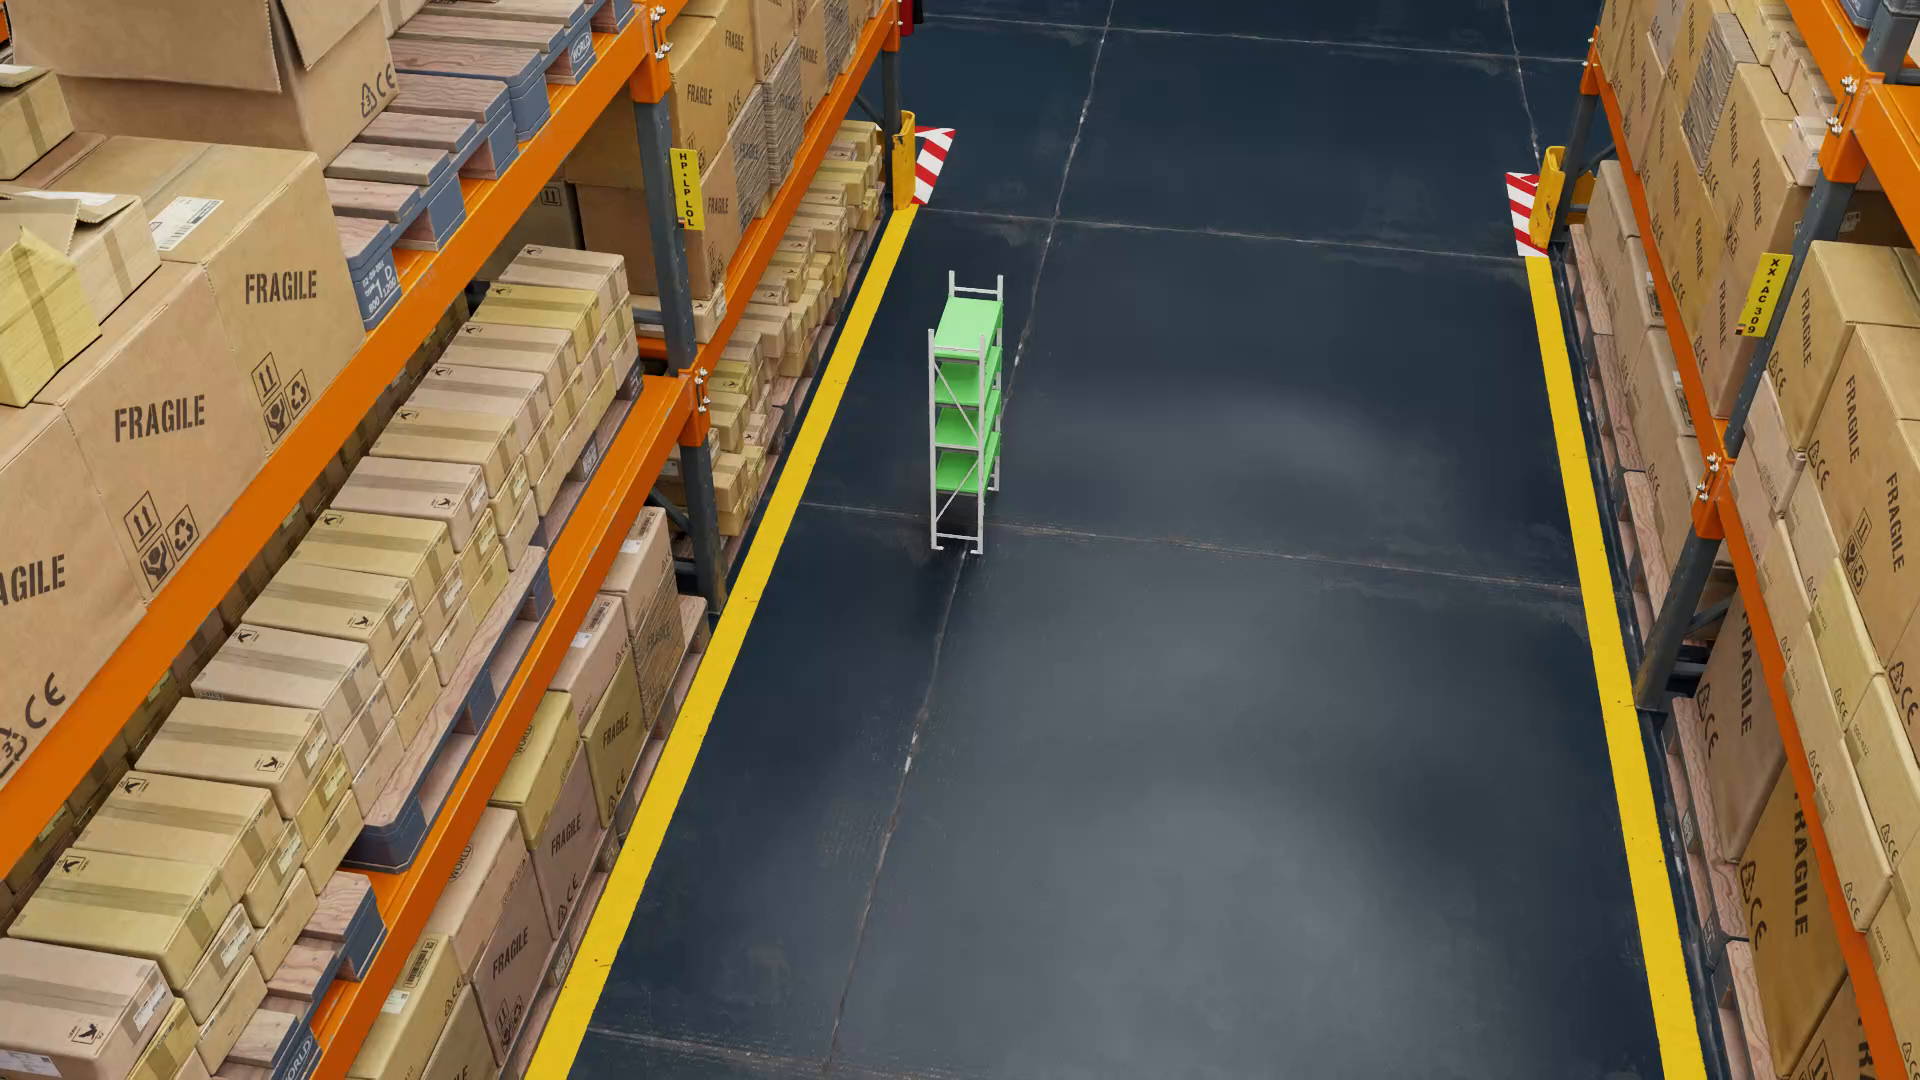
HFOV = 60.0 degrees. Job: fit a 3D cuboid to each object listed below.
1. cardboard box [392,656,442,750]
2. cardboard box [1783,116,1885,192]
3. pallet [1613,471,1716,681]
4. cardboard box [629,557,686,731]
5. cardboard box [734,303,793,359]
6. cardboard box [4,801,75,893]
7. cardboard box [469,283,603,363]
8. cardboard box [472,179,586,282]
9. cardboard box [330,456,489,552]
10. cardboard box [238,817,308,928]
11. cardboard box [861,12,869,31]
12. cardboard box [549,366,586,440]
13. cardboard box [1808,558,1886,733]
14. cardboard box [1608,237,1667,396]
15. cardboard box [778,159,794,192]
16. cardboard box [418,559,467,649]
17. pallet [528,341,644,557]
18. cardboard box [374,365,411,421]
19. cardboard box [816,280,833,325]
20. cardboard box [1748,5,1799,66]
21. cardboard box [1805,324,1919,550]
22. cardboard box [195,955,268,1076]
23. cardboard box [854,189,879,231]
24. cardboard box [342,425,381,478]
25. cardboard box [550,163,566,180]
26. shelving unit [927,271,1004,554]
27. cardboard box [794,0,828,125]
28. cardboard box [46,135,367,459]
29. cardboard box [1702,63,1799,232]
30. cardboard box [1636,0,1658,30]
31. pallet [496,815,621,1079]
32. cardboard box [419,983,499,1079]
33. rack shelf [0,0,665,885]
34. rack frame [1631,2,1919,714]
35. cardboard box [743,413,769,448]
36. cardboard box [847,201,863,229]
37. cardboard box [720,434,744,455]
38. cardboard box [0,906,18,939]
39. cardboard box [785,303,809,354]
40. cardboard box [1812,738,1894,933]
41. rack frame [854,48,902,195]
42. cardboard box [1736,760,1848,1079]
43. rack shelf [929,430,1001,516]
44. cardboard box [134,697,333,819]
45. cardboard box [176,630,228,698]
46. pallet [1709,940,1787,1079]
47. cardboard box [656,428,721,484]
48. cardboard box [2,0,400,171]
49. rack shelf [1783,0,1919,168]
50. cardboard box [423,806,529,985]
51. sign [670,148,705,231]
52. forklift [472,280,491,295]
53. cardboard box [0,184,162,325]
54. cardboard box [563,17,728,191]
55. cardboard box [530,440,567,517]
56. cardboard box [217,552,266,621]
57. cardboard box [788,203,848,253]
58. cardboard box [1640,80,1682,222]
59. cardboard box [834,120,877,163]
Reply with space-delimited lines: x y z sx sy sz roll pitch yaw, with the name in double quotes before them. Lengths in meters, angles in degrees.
"cardboard box" -1.743 0.448 4.819 0.380 0.149 0.250 7 40 8
"cardboard box" 3.078 -1.327 5.725 0.380 0.149 0.250 6 40 7
"pallet" 3.547 0.182 7.461 1.003 0.211 1.213 6 40 8
"cardboard box" -1.434 0.387 6.657 0.500 0.500 0.500 6 40 7
"cardboard box" -1.042 -1.040 8.191 0.380 0.149 0.250 7 40 9
"cardboard box" -2.522 0.731 4.243 0.380 0.149 0.250 7 40 9
"cardboard box" -1.477 -0.759 5.811 0.380 0.149 0.250 5 40 6
"cardboard box" -1.749 -1.395 6.868 0.500 0.500 0.500 6 40 8
"cardboard box" -1.658 -0.110 5.026 0.380 0.149 0.250 5 40 6
"cardboard box" -1.877 0.804 4.154 0.380 0.149 0.250 5 40 6
"cardboard box" -0.720 -2.933 9.237 0.380 0.149 0.250 6 40 8
"cardboard box" -1.519 -0.494 5.725 0.380 0.149 0.250 8 40 10
"cardboard box" 2.809 0.330 4.819 0.500 0.250 0.500 7 40 8
"cardboard box" 3.865 -1.109 8.515 0.875 0.438 0.875 7 40 9
"cardboard box" -1.003 -1.783 7.847 0.380 0.149 0.250 8 40 10
"cardboard box" -1.701 0.165 4.928 0.380 0.149 0.250 8 40 9
"pallet" -1.830 -0.369 6.090 1.003 0.211 1.213 6 40 8
"cardboard box" -2.163 -0.565 5.810 0.380 0.149 0.250 7 40 9
"cardboard box" -0.903 -1.305 8.979 0.380 0.149 0.250 7 40 9
"cardboard box" 3.318 -1.957 6.488 0.380 0.149 0.250 6 40 7
"cardboard box" 2.918 -0.281 4.970 0.500 0.500 0.500 6 40 7
"cardboard box" -1.924 1.112 4.016 0.380 0.149 0.250 8 40 10
"cardboard box" -0.693 -1.954 9.764 0.380 0.149 0.250 8 40 9
"cardboard box" -2.209 -0.287 5.707 0.380 0.149 0.250 7 40 8
"cardboard box" -1.739 -1.770 6.537 0.500 0.500 0.500 5 40 6
"shelving unit" 0.029 -0.566 7.590 0.258 1.200 0.503 6 40 8
"cardboard box" -0.955 -2.306 7.970 0.500 0.500 0.500 8 40 10
"cardboard box" -1.725 -0.549 3.724 0.500 0.500 0.500 6 40 8
"cardboard box" 3.244 -1.492 6.435 0.500 0.500 0.500 6 40 7
"cardboard box" 3.585 -2.764 7.972 0.500 0.500 0.500 5 40 6
"pallet" -1.896 1.425 5.958 1.003 0.211 1.213 6 40 8
"cardboard box" -1.789 1.673 5.101 0.500 0.500 0.500 7 40 8
"rack shelf" -1.900 -0.530 4.345 1.077 0.370 4.000 6 40 8
"rack frame" 3.339 -0.424 6.006 1.000 3.000 0.127 6 40 8
"cardboard box" -1.137 -0.492 7.995 0.380 0.149 0.250 6 40 7
"cardboard box" -0.761 -1.906 9.472 0.380 0.149 0.250 5 40 6
"cardboard box" -1.221 -0.445 7.706 0.380 0.149 0.250 7 40 8
"cardboard box" -2.569 1.023 4.123 0.380 0.149 0.250 6 40 8
"cardboard box" -0.988 -1.093 8.489 0.380 0.149 0.250 6 40 7
"cardboard box" 2.714 0.838 4.597 0.500 0.250 0.500 6 40 7
"rack frame" -0.862 -3.417 9.626 1.000 3.000 0.127 6 40 8
"cardboard box" 3.161 1.198 5.381 0.875 0.875 0.875 7 40 9
"rack shelf" 0.029 -0.332 7.784 0.258 0.148 0.480 6 40 8
"cardboard box" -1.839 0.552 4.226 0.380 0.149 0.250 5 40 6
"cardboard box" -2.387 0.374 4.908 0.380 0.149 0.250 8 40 9
"pallet" 3.070 1.911 5.370 1.003 0.211 1.213 6 40 8
"cardboard box" -1.291 -0.393 7.408 0.380 0.149 0.250 8 40 9
"cardboard box" -1.951 -1.309 4.312 0.797 0.503 0.637 6 40 7
"rack shelf" 3.685 -2.558 6.798 1.077 0.370 4.000 6 40 8
"cardboard box" -1.703 1.083 5.227 0.500 0.250 0.500 7 40 8
"sign" -1.007 -1.294 6.149 0.100 0.325 0.005 6 40 8
"forklift" -2.703 -2.407 8.458 1.130 2.935 3.031 4 40 5
"cardboard box" -1.811 -0.598 3.182 0.396 0.266 0.258 6 40 8
"cardboard box" -1.236 -1.702 6.454 0.500 0.500 0.500 7 40 9
"cardboard box" -1.561 -0.224 5.631 0.380 0.149 0.250 4 40 5
"cardboard box" -2.344 0.092 5.016 0.380 0.149 0.250 6 40 7
"cardboard box" -0.823 -1.691 8.979 0.380 0.149 0.250 8 40 9
"cardboard box" 3.429 -1.750 7.531 0.500 0.500 0.500 8 40 9
"cardboard box" -0.704 -2.349 9.775 0.380 0.149 0.250 7 40 8
